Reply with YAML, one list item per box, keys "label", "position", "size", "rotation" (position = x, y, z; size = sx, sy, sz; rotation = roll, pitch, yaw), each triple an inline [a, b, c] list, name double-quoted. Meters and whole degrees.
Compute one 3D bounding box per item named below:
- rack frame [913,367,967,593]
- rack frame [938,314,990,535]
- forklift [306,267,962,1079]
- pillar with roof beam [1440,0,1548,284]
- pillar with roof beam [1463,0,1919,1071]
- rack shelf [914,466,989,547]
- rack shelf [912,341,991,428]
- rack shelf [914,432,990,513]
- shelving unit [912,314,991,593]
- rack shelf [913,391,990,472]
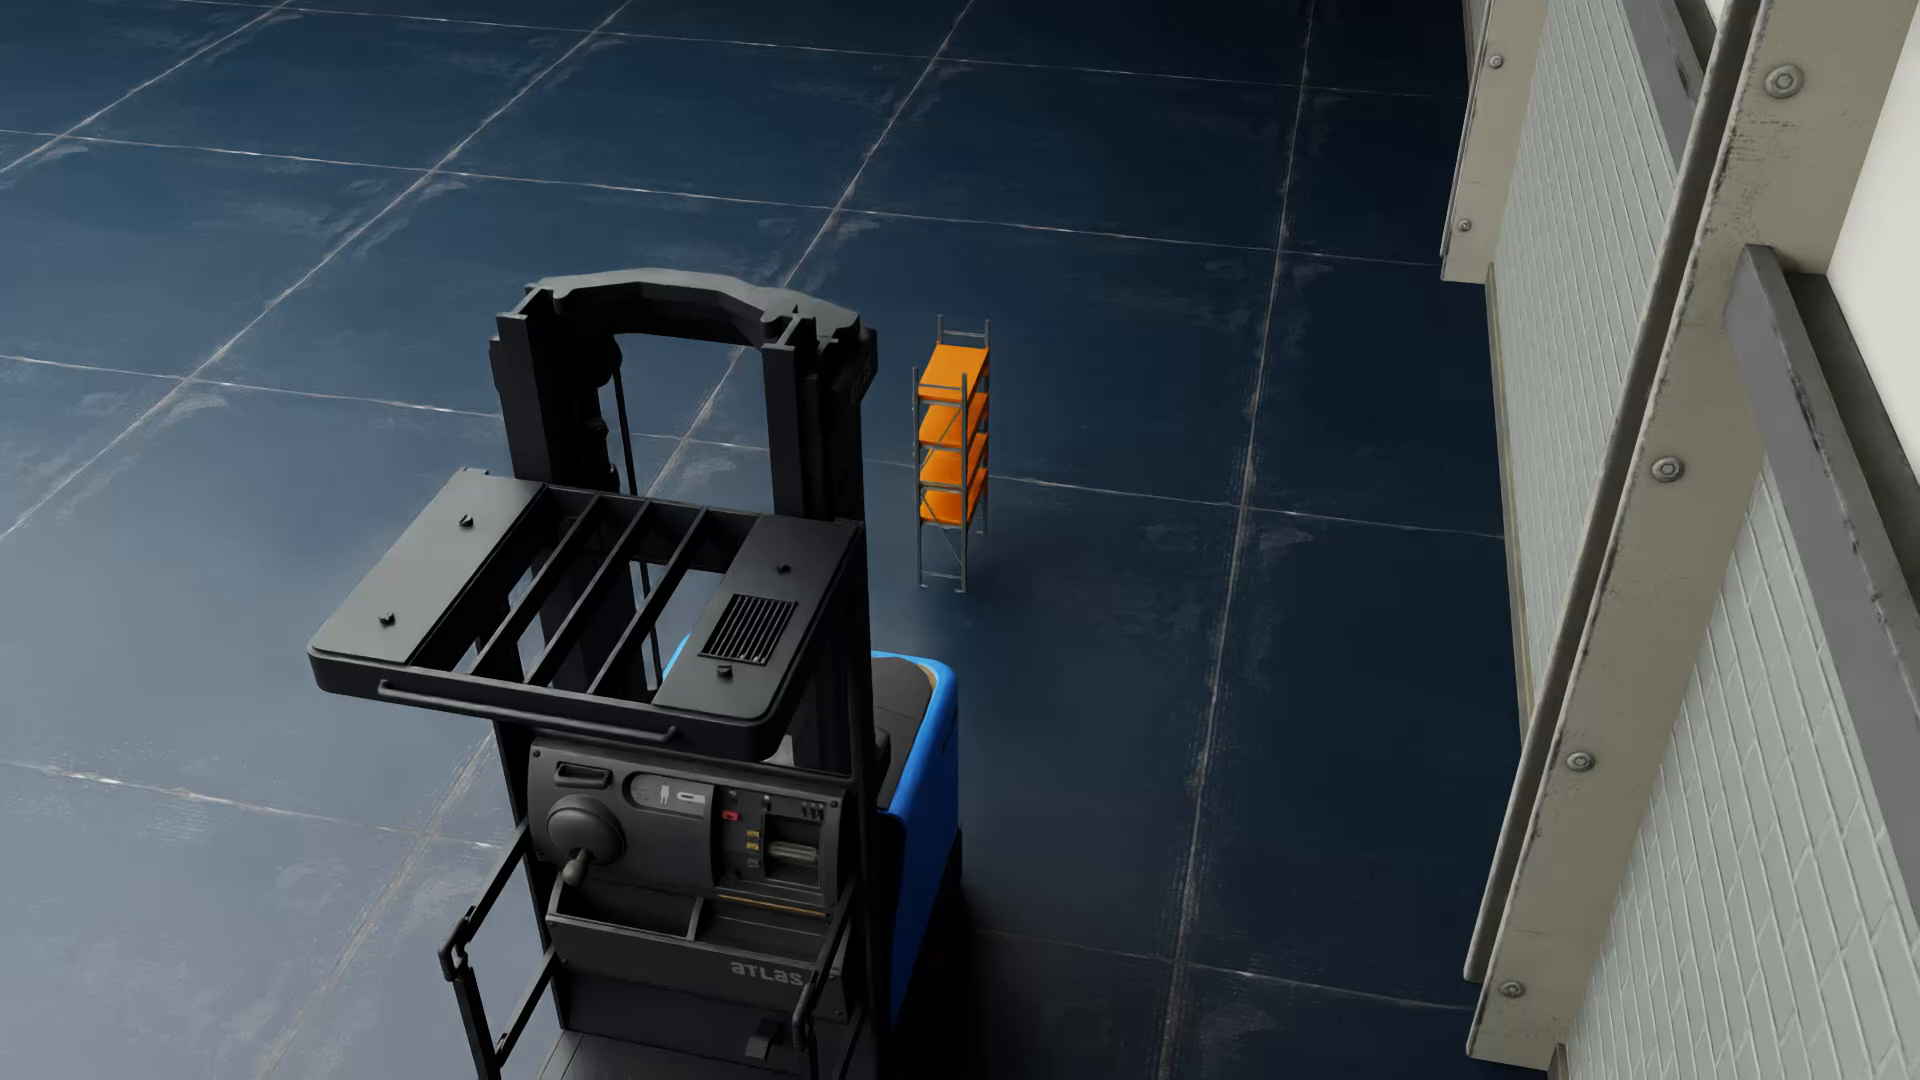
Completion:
- label: "rack frame"
  position: [-0.087, -0.251, 7.574]
  size: [0.240, 1.200, 0.015]
  rotation: [7, 37, 10]
- label: "rack frame"
  position: [0.017, -0.531, 7.960]
  size: [0.240, 1.200, 0.015]
  rotation: [7, 37, 10]
- label: "forklift"
  position: [-0.827, 0.888, 4.528]
  size: [1.130, 2.935, 3.031]
  rotation: [8, 37, 11]
- label: "pillar with roof beam"
  position: [-0.972, -5.924, 8.755]
  size: [9.100, 9.000, 0.400]
  rotation: [7, 37, 10]
- label: "pillar with roof beam"
  position: [-2.253, -2.484, 4.009]
  size: [9.100, 9.000, 0.400]
  rotation: [7, 37, 10]
- label: "rack shelf"
  position: [-0.035, -0.176, 7.923]
  size: [0.258, 0.148, 0.480]
  rotation: [7, 37, 10]
- label: "rack shelf"
  position: [-0.035, -0.709, 7.536]
  size: [0.258, 0.148, 0.480]
  rotation: [7, 37, 10]
- label: "rack shelf"
  position: [-0.035, -0.336, 7.806]
  size: [0.258, 0.148, 0.480]
  rotation: [7, 37, 10]
- label: "shelving unit"
  position: [-0.035, -0.391, 7.767]
  size: [0.258, 1.200, 0.503]
  rotation: [7, 37, 10]
- label: "rack shelf"
  position: [-0.035, -0.518, 7.675]
  size: [0.258, 0.148, 0.480]
  rotation: [7, 37, 10]
